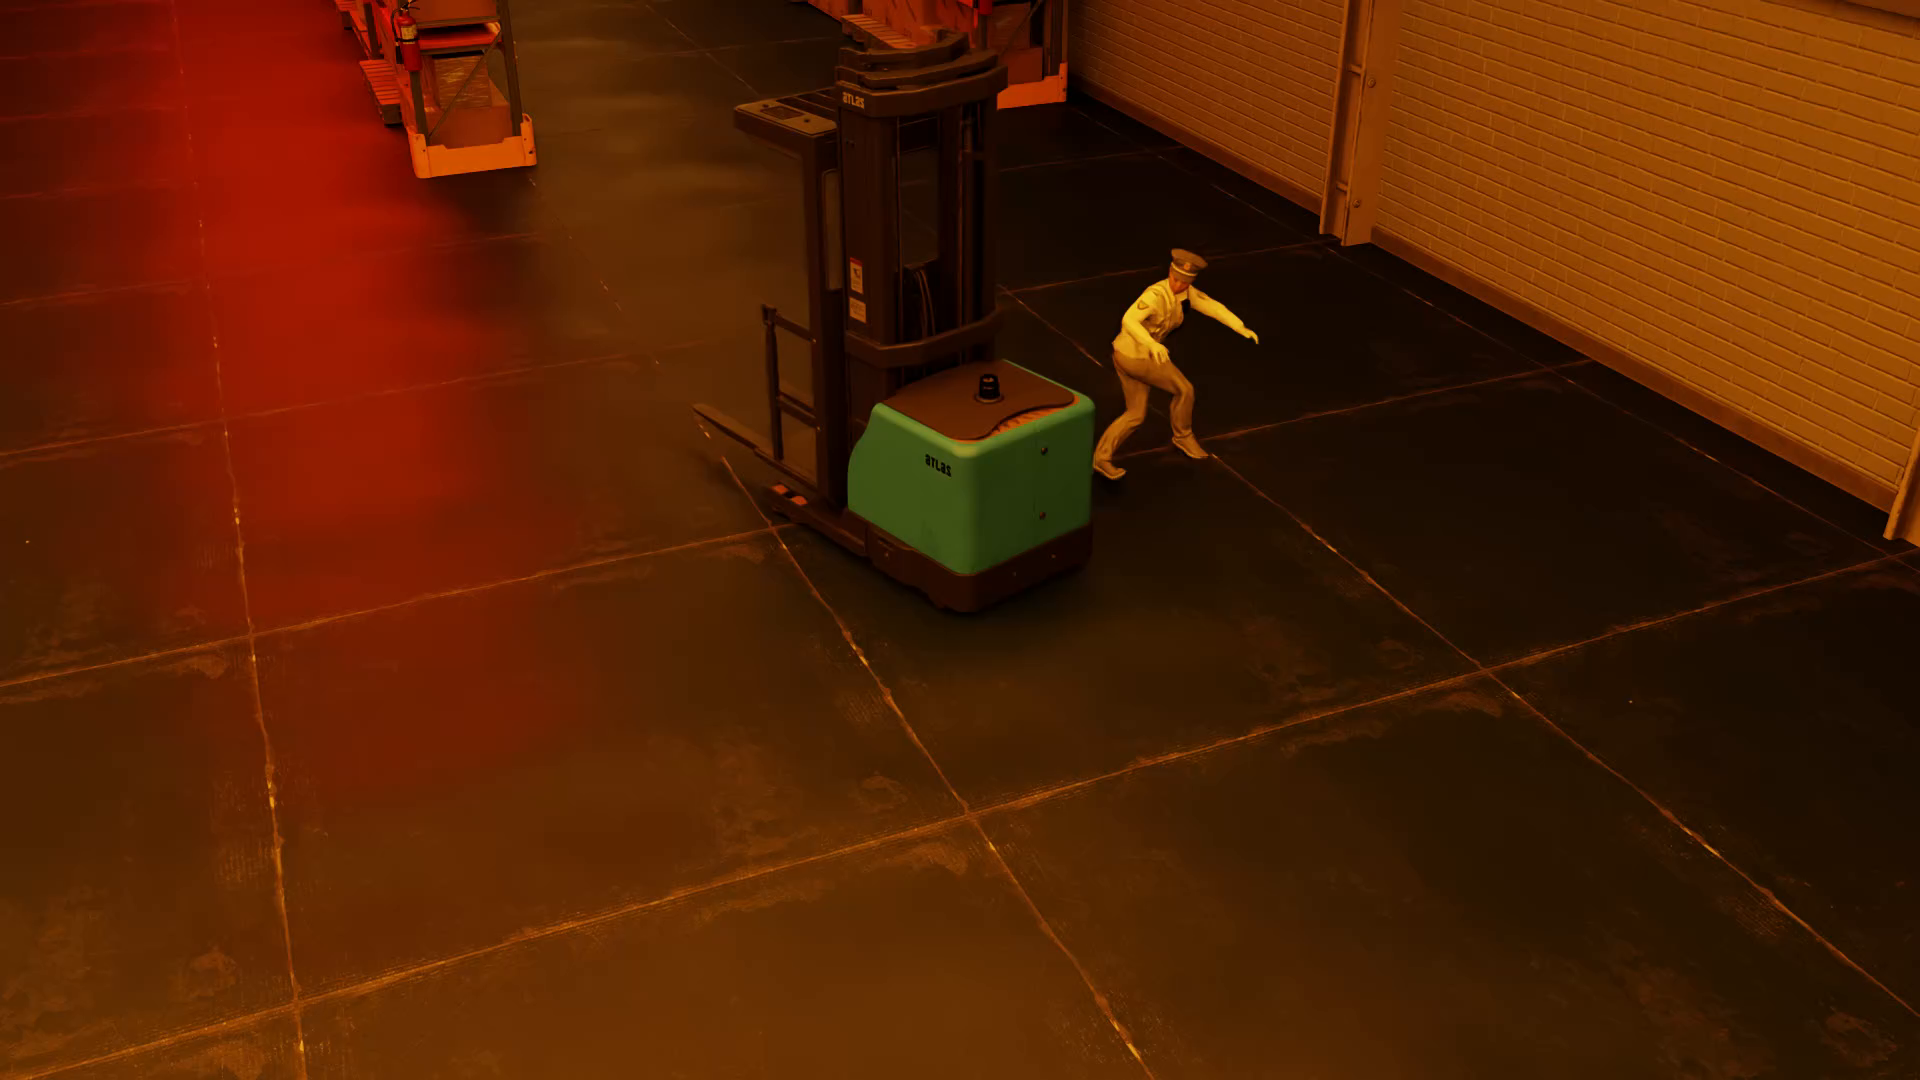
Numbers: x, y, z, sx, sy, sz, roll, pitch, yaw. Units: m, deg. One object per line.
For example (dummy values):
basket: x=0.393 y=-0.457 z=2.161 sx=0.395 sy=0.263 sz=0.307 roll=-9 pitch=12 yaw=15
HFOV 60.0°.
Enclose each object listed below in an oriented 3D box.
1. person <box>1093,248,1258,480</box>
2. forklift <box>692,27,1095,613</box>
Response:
person: x=1.359 y=-1.086 z=10.558 sx=1.034 sy=1.473 sz=0.857 roll=4 pitch=30 yaw=7
forklift: x=-0.568 y=-1.523 z=9.783 sx=1.130 sy=2.935 sz=3.031 roll=-23 pitch=37 yaw=-35
